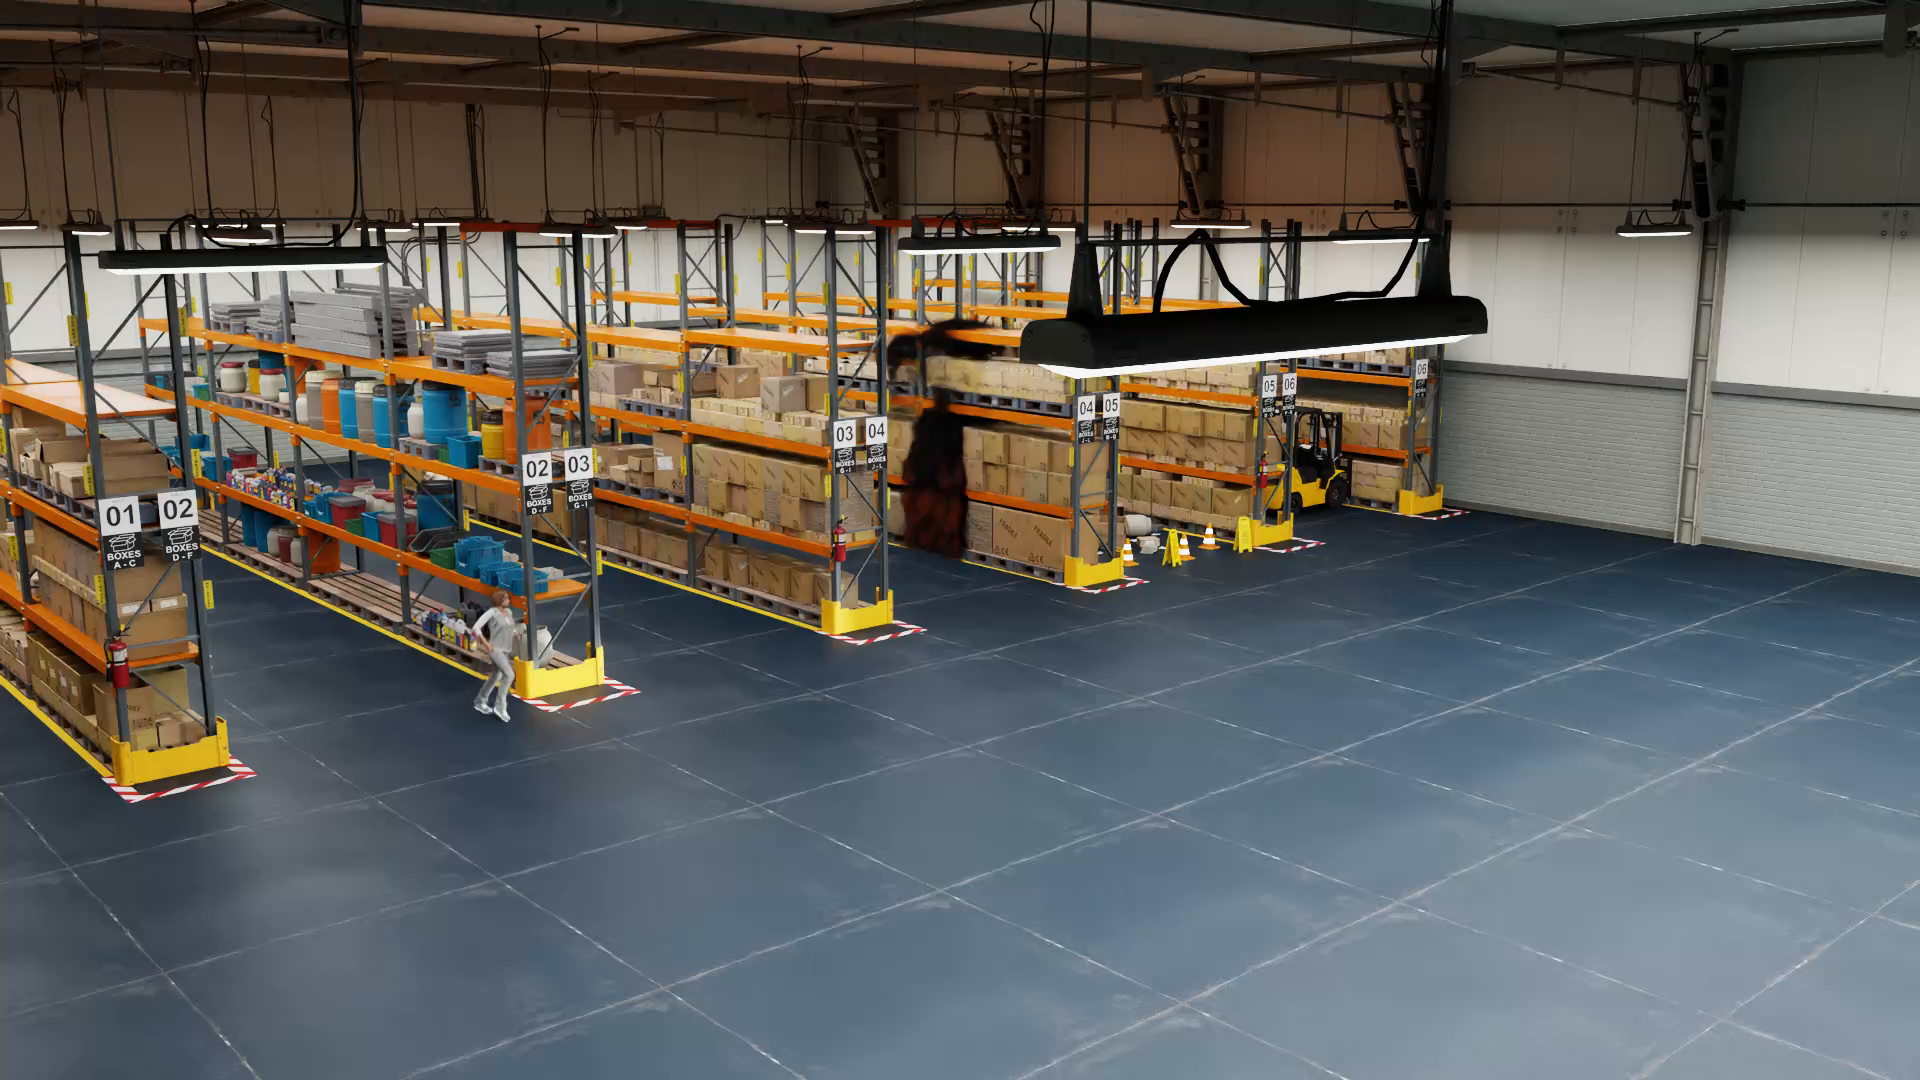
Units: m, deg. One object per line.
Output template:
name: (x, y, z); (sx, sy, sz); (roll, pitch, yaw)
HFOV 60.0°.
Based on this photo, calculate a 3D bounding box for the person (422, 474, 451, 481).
person: (-9.802, -0.770, 31.482); (0.558, 1.721, 0.743); (-11, 16, -43)

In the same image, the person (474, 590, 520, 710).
person: (-5.790, 1.356, 20.829); (0.646, 1.462, 0.476); (3, 12, 14)
